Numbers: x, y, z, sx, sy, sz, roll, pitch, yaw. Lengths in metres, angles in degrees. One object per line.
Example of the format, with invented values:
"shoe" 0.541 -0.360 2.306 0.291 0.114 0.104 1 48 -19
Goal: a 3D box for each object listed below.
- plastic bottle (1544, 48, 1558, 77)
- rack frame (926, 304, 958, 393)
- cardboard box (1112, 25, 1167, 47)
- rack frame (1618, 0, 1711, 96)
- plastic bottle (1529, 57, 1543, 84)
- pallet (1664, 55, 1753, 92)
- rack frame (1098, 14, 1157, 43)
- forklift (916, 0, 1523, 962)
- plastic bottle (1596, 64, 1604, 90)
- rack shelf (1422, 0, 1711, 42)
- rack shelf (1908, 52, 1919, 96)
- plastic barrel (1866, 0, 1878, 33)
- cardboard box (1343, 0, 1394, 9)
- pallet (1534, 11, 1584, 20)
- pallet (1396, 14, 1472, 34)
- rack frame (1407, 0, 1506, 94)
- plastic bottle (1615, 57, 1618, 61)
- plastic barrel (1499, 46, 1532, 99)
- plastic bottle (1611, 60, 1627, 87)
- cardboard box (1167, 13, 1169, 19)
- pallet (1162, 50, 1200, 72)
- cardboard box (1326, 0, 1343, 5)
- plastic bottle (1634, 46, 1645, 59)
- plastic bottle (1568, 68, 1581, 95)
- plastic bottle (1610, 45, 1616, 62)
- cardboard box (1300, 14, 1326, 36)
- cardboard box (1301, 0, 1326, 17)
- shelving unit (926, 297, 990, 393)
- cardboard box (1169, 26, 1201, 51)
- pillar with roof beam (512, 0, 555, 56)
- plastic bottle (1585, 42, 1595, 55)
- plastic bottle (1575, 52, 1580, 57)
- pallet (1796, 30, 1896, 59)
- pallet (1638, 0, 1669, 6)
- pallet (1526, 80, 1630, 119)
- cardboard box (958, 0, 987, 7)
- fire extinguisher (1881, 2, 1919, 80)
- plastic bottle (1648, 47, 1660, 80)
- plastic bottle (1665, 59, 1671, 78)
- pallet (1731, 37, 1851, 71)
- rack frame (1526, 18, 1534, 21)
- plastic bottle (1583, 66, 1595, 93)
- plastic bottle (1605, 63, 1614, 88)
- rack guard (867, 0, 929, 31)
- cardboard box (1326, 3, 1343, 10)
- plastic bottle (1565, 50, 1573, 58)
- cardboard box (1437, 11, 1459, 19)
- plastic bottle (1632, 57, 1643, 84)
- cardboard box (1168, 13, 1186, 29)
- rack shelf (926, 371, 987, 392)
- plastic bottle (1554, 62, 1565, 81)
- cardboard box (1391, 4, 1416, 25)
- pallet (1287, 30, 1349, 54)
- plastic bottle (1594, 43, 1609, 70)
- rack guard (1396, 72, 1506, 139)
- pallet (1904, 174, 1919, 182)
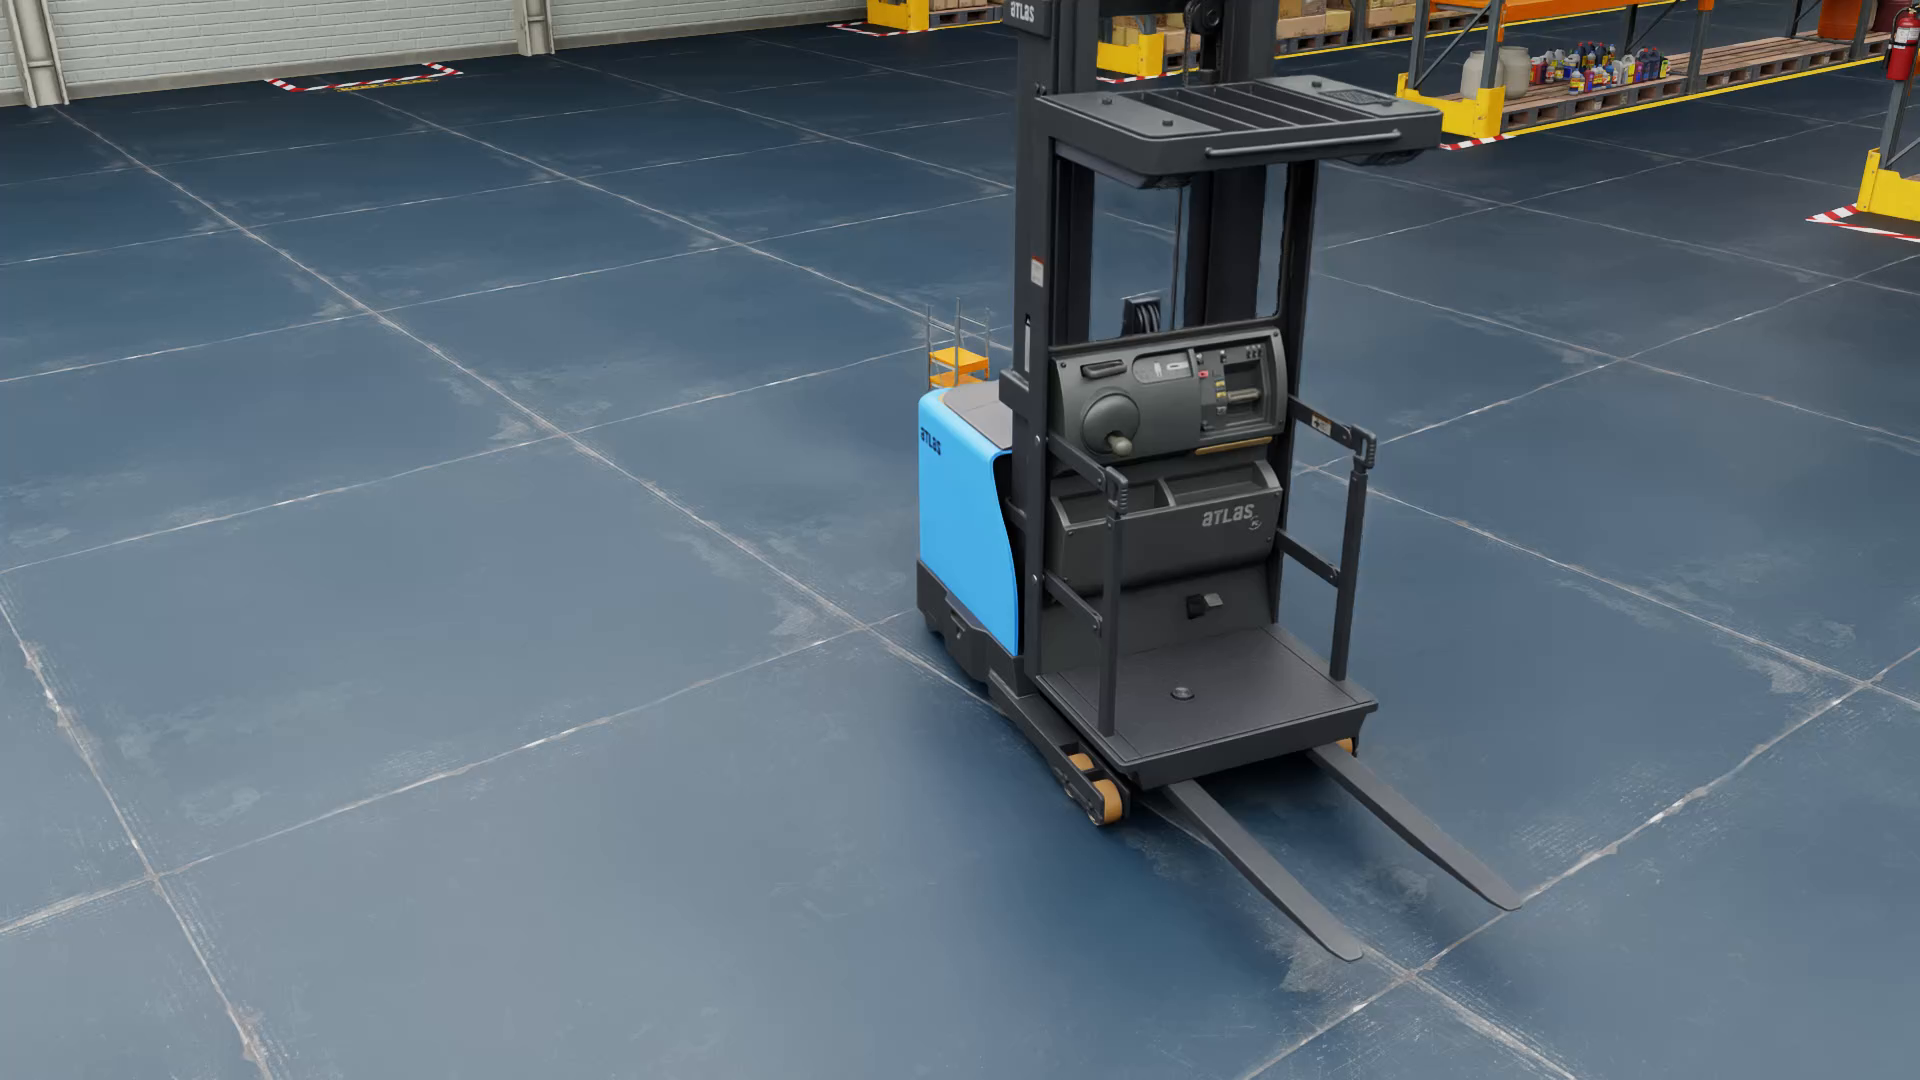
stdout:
"plastic bottle" 6.758 -5.461 19.078 0.185 0.351 0.144 -17 30 -32
"rack frame" -0.083 -0.517 7.938 0.006 1.200 0.240 -18 31 -34
"cardboard box" 2.317 -6.526 21.517 0.500 0.250 0.500 -18 31 -34
"rack frame" 8.279 -6.743 19.216 0.127 3.000 1.000 -18 31 -34
"plastic bottle" 6.521 -5.347 18.920 0.135 0.276 0.152 -18 30 -34
"pallet" 8.873 -5.695 20.270 1.213 0.211 1.003 -18 31 -34
"rack frame" 2.078 -7.346 20.515 0.127 3.000 1.000 -18 31 -34
"forklift" 0.863 -0.502 5.849 1.130 2.935 3.031 -10 27 -21
"plastic bottle" 7.099 -5.149 18.499 0.097 0.271 0.097 0 25 0
"rack shelf" 6.705 -5.897 18.248 4.000 0.370 1.077 -18 31 -34
"rack shelf" 9.761 -4.256 14.713 4.000 0.370 1.077 -18 31 -34
"plastic barrel" 12.190 -7.153 22.556 0.421 0.512 0.421 0 25 0
"cardboard box" 5.704 -7.607 23.180 0.500 0.311 0.500 -18 30 -34
"pallet" 8.984 -8.341 25.971 1.213 0.211 1.003 -18 31 -34
"pallet" 6.742 -7.643 24.468 1.213 0.211 1.003 -18 31 -34
"rack frame" 5.131 -5.704 16.977 0.127 3.000 1.000 -18 31 -34
"plastic bottle" 7.461 -5.341 18.900 0.133 0.283 0.061 -18 31 -34
"plastic barrel" 5.997 -5.092 18.116 0.421 0.512 0.421 0 25 0
"plastic bottle" 7.415 -5.270 18.754 0.135 0.276 0.152 -18 30 -33
"cardboard box" 3.094 -7.132 21.930 0.500 0.500 0.500 -18 31 -34
"pallet" 2.654 -6.294 21.560 1.213 0.211 1.003 -18 31 -34
"cardboard box" 5.367 -7.783 23.558 0.500 0.311 0.500 -18 31 -34
"plastic bottle" 7.861 -5.526 19.218 0.185 0.351 0.144 -18 31 -34
"plastic bottle" 6.750 -5.034 18.251 0.097 0.271 0.097 0 25 0
"plastic bottle" 7.758 -5.768 19.832 0.097 0.271 0.097 0 25 0
"cardboard box" 4.596 -7.009 22.556 0.500 0.250 0.500 -18 31 -34
"cardboard box" 4.595 -7.349 22.399 0.500 0.500 0.500 -18 31 -34
"shelving unit" -0.011 -0.540 7.989 0.189 1.200 0.258 -18 31 -34
"cardboard box" 3.028 -6.486 21.429 0.500 0.250 0.500 -18 31 -34
"pillar with roof beam" -3.030 -9.191 17.364 0.400 9.000 9.100 -18 31 -34
"plastic bottle" 7.388 -5.669 19.526 0.185 0.351 0.144 -17 30 -33
"plastic bottle" 7.147 -5.533 19.328 0.097 0.271 0.097 0 25 0
"pallet" 12.021 -6.736 22.513 1.213 0.211 1.003 -18 31 -34
"pallet" 10.904 -8.974 27.336 1.213 0.211 1.003 -18 31 -34
"pallet" 6.764 -4.999 18.770 1.213 0.211 1.003 -18 31 -34
"cardboard box" 0.067 -8.264 25.164 0.500 0.311 0.500 -15 29 -30
"fire extinguisher" 7.813 -4.151 13.723 0.183 0.674 0.296 -18 31 -34
"plastic bottle" 7.950 -5.478 19.115 0.185 0.351 0.144 -19 31 -35
"plastic bottle" 8.186 -5.476 19.287 0.097 0.201 0.097 0 25 0
"pallet" 10.793 -6.329 21.636 1.213 0.211 1.003 -18 31 -34
"rack frame" 8.373 -9.424 24.993 0.127 3.000 1.000 -18 31 -34
"plastic bottle" 6.940 -5.092 18.363 0.133 0.283 0.061 -18 30 -33
"plastic bottle" 7.258 -5.201 18.613 0.097 0.271 0.097 0 25 0
"rack guard" -0.922 -7.872 24.618 0.348 0.500 1.175 -18 31 -34
"cardboard box" 5.373 -7.532 23.683 0.500 0.250 0.500 -19 31 -35
"plastic bottle" 7.084 -5.560 19.371 0.133 0.283 0.061 -17 30 -32
"cardboard box" 6.906 -7.751 24.154 0.500 0.250 0.500 -18 30 -33
"plastic bottle" 7.697 -5.342 18.901 0.133 0.283 0.061 -16 29 -31
"cardboard box" 3.029 -6.825 21.270 0.500 0.500 0.500 -18 31 -34
"rack shelf" -0.011 -0.718 7.907 0.180 0.103 0.258 -18 31 -34
"plastic bottle" 6.867 -5.365 19.048 0.097 0.201 0.097 0 25 0
"cardboard box" 6.099 -7.483 23.578 0.500 0.250 0.500 -17 30 -33
"pallet" 4.574 -6.927 22.926 1.213 0.211 1.003 -18 31 -34
"plastic bottle" 7.477 -5.621 19.423 0.185 0.351 0.144 -18 31 -34
"rack guard" 5.162 -4.605 17.580 0.348 0.500 1.175 -18 31 -34
"pallet" 8.909 -3.017 14.501 1.213 0.211 1.003 -18 31 -34
